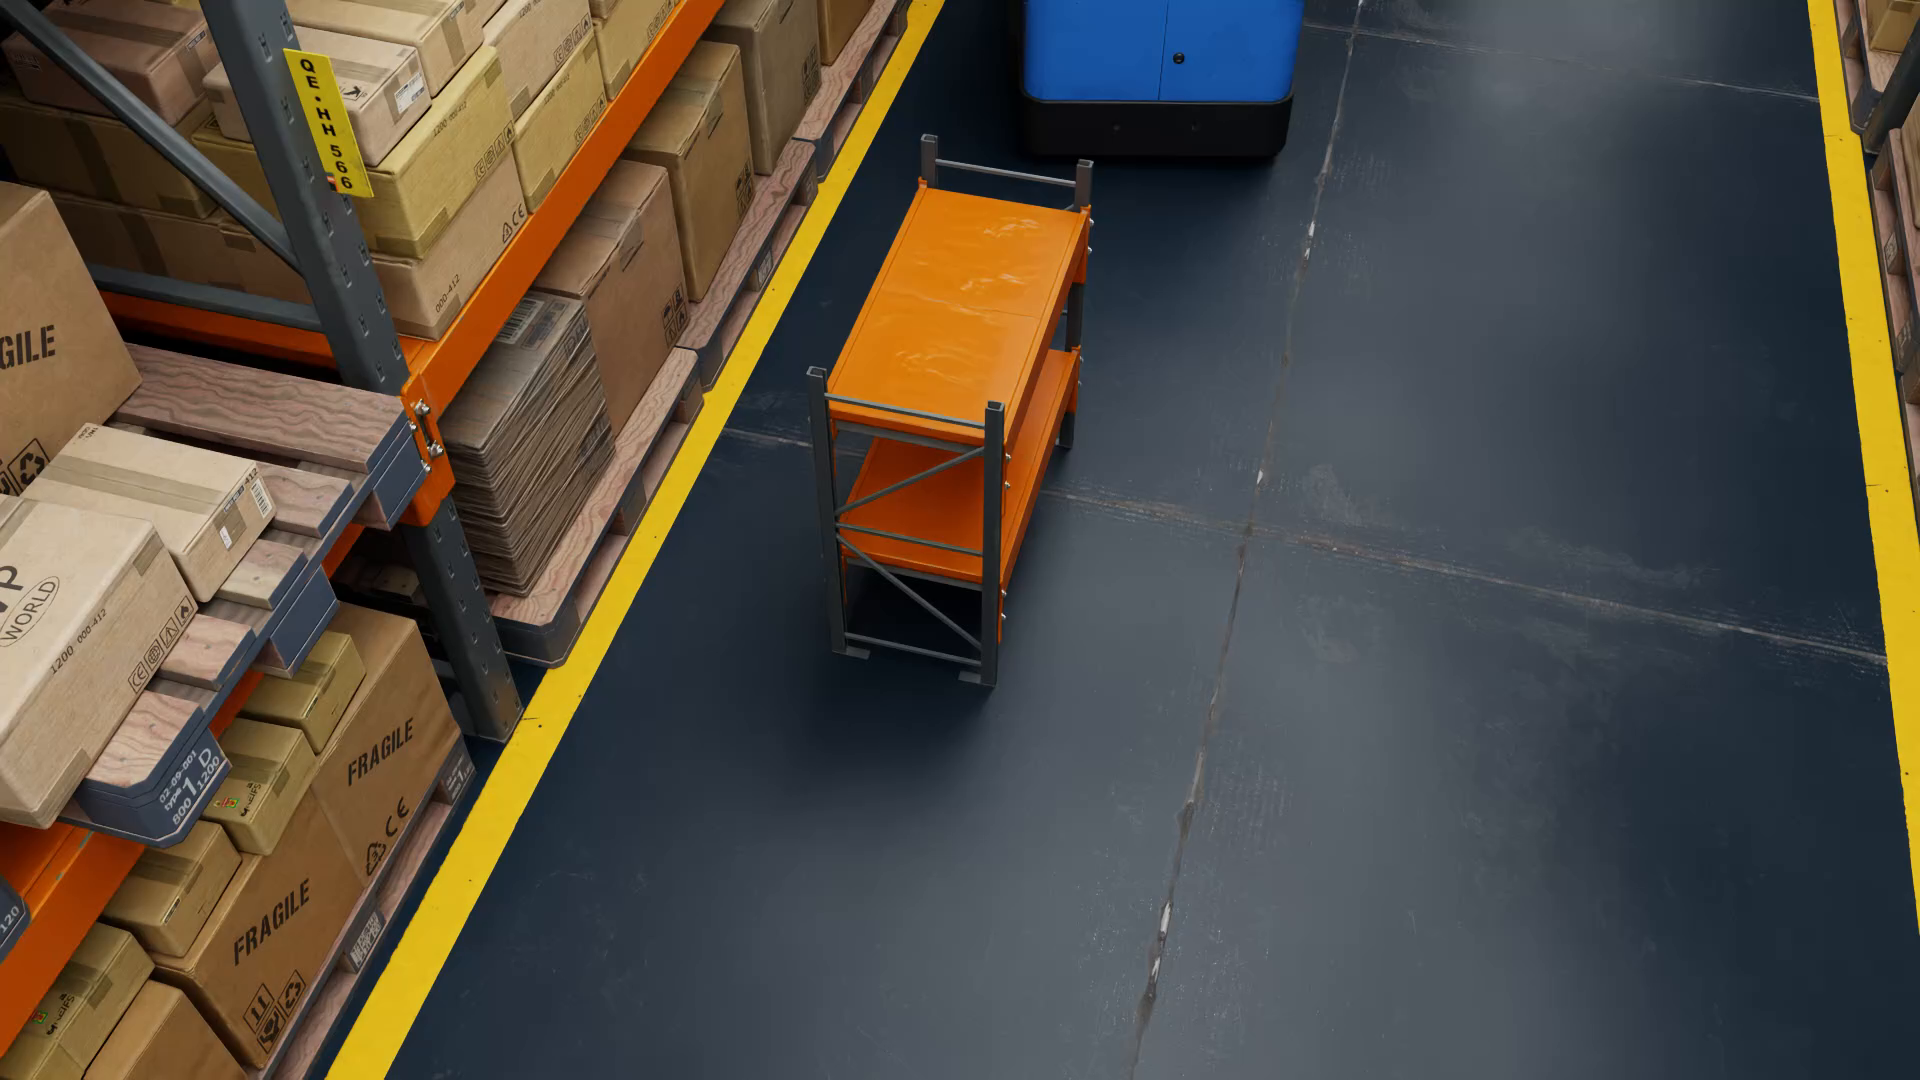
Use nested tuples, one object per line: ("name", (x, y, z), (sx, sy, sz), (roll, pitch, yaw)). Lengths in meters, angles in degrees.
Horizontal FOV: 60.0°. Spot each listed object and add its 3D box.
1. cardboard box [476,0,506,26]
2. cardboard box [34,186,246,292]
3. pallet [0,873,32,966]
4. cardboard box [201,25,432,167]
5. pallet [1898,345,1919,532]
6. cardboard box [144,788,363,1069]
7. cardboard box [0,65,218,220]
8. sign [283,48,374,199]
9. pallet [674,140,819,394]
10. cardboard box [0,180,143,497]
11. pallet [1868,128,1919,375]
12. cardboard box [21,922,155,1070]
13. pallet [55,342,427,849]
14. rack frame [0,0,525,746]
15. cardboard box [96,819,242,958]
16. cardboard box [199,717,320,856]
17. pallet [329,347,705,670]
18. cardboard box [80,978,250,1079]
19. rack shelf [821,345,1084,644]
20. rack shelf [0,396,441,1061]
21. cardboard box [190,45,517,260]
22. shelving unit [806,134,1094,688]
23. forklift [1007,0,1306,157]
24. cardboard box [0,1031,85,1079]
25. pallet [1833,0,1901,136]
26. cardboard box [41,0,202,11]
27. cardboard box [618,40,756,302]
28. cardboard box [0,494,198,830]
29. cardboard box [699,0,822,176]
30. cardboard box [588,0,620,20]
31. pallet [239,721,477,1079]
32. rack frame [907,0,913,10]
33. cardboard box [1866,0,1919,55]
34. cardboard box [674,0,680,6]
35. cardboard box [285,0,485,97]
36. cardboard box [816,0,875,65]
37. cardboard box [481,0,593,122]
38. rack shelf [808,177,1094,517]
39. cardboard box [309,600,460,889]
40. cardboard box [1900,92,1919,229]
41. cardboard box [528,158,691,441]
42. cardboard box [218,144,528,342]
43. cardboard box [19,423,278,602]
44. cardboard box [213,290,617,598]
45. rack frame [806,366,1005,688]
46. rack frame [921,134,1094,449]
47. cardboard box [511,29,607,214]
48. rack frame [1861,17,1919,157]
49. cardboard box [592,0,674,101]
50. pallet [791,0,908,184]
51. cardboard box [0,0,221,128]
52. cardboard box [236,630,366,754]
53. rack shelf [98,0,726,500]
("cardboard box", (-1.278, -1.355, 3.946), (0.380, 0.149, 0.250), (13, 50, 11))
("cardboard box", (-1.886, -0.877, 4.123), (0.500, 0.250, 0.500), (11, 49, 9))
("pallet", (-2.265, 0.920, 2.565), (1.003, 0.211, 1.213), (12, 50, 10))
("cardboard box", (-1.389, -0.971, 3.607), (0.380, 0.149, 0.250), (13, 50, 11))
("pallet", (3.562, -0.096, 5.194), (1.003, 0.211, 1.213), (12, 50, 10))
("cardboard box", (-1.803, 0.846, 3.890), (0.500, 0.500, 0.500), (11, 49, 9))
("cardboard box", (-1.907, -1.046, 3.939), (0.500, 0.250, 0.500), (13, 50, 11))
("sign", (-1.231, -0.808, 3.243), (0.100, 0.325, 0.005), (12, 50, 10))
("pallet", (-1.180, -1.096, 6.076), (1.003, 0.211, 1.213), (12, 50, 10))
("cardboard box", (-2.044, -0.381, 3.239), (0.500, 0.500, 0.500), (14, 50, 12))
("pallet", (3.881, -0.981, 5.975), (1.003, 0.211, 1.213), (12, 50, 10))
("cardboard box", (-1.910, 0.897, 3.412), (0.380, 0.149, 0.250), (13, 50, 11))
("pallet", (-1.868, 0.017, 3.363), (1.213, 0.211, 1.003), (12, 50, 10))
("rack frame", (-1.757, -0.551, 3.736), (1.000, 3.000, 0.127), (12, 50, 10))
("cardboard box", (-1.797, 0.715, 3.573), (0.380, 0.149, 0.250), (10, 49, 9))
("cardboard box", (-1.685, 0.533, 3.733), (0.380, 0.149, 0.250), (9, 49, 8))
("pallet", (-1.503, -0.216, 5.300), (1.003, 0.211, 1.213), (12, 50, 10))
("cardboard box", (-1.938, 1.225, 3.556), (0.500, 0.500, 0.500), (14, 50, 12))
("rack shelf", (-0.002, -0.206, 5.007), (0.538, 0.278, 1.000), (12, 50, 10))
("rack shelf", (-2.284, 1.134, 2.728), (1.077, 0.370, 4.000), (12, 50, 10))
("cardboard box", (-1.381, -0.934, 3.841), (0.500, 0.250, 0.500), (12, 50, 10))
("shelving unit", (-0.002, -0.367, 4.824), (0.538, 1.125, 1.048), (12, 50, 10))
("forklift", (0.770, -3.553, 6.431), (1.130, 2.935, 3.031), (0, 49, 0))
("cardboard box", (-1.975, 1.078, 3.253), (0.380, 0.149, 0.250), (11, 49, 9))
("pallet", (4.228, -2.037, 6.907), (1.003, 0.211, 1.213), (12, 50, 10))
("cardboard box", (-1.906, -1.285, 3.884), (0.380, 0.149, 0.250), (13, 50, 11))
("cardboard box", (-1.239, -1.314, 5.713), (0.875, 0.625, 0.625), (10, 49, 8))
("cardboard box", (-1.723, 0.187, 2.904), (0.500, 0.250, 0.500), (9, 49, 8))
("cardboard box", (-1.043, -1.858, 6.193), (0.875, 0.625, 0.625), (11, 50, 10))
("cardboard box", (-1.117, -1.676, 4.495), (0.500, 0.250, 0.500), (10, 49, 9))
("pallet", (-1.990, 0.904, 4.311), (1.003, 0.211, 1.213), (12, 50, 10))
("rack frame", (-0.705, -3.444, 6.289), (1.000, 3.000, 0.127), (12, 50, 10))
("cardboard box", (3.981, -2.177, 6.725), (0.500, 0.250, 0.500), (14, 50, 12))
("cardboard box", (-1.001, -1.886, 5.014), (0.500, 0.250, 0.500), (13, 50, 11))
("cardboard box", (-1.320, -1.164, 3.778), (0.380, 0.149, 0.250), (13, 50, 11))
("cardboard box", (-0.831, -2.418, 6.687), (0.875, 0.625, 0.625), (14, 50, 12))
("cardboard box", (-1.272, -1.301, 4.164), (0.500, 0.250, 0.500), (13, 50, 11))
("rack shelf", (-0.002, -0.561, 4.605), (0.538, 0.278, 1.000), (12, 50, 10))
("cardboard box", (-1.661, 0.486, 4.208), (0.500, 0.500, 0.500), (13, 50, 11))
("cardboard box", (3.949, -1.357, 5.919), (0.950, 0.372, 0.625), (12, 50, 11))
("cardboard box", (-1.416, -0.827, 5.283), (0.875, 0.625, 0.625), (13, 50, 11))
("cardboard box", (-1.405, -0.774, 4.032), (0.500, 0.250, 0.500), (12, 50, 10))
("cardboard box", (-1.560, -0.056, 3.186), (0.380, 0.149, 0.250), (12, 50, 11))
("cardboard box", (-1.580, -0.352, 4.864), (0.875, 0.625, 0.625), (13, 50, 11))
("rack frame", (-0.136, 0.000, 4.499), (0.500, 1.125, 0.032), (12, 50, 10))
("rack frame", (0.132, -0.735, 5.148), (0.500, 1.125, 0.032), (12, 50, 10))
("cardboard box", (-1.268, -1.137, 4.353), (0.500, 0.250, 0.500), (11, 49, 9))
("rack frame", (4.085, -2.467, 5.427), (1.000, 3.000, 0.127), (12, 50, 10))
("cardboard box", (-1.139, -1.511, 4.683), (0.500, 0.250, 0.500), (10, 49, 9))
("pallet", (-0.861, -1.981, 6.857), (1.003, 0.211, 1.213), (12, 50, 10))
("cardboard box", (-1.867, -1.074, 3.698), (0.380, 0.149, 0.250), (13, 50, 11))
("cardboard box", (-1.643, 0.330, 3.913), (0.380, 0.149, 0.250), (9, 49, 8))
("rack shelf", (-1.231, -1.759, 5.282), (1.077, 0.370, 4.000), (12, 50, 10))
